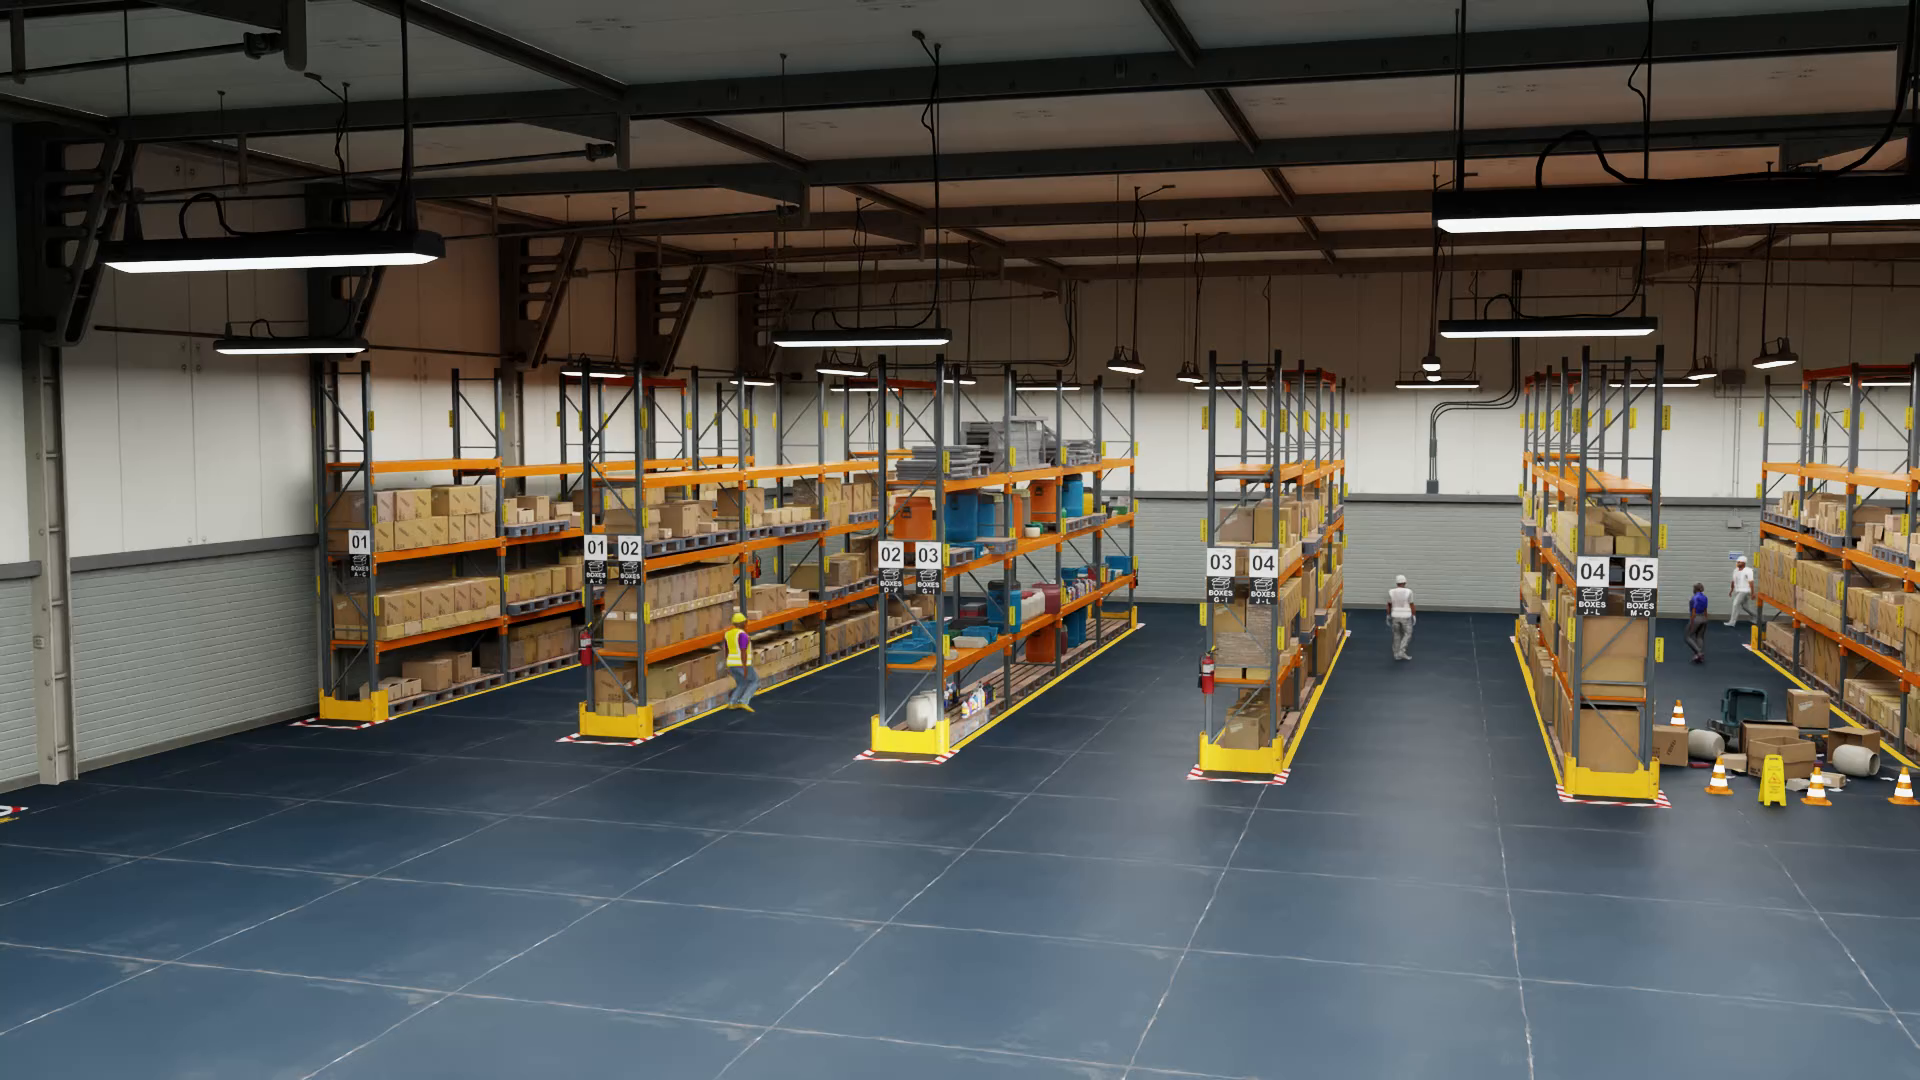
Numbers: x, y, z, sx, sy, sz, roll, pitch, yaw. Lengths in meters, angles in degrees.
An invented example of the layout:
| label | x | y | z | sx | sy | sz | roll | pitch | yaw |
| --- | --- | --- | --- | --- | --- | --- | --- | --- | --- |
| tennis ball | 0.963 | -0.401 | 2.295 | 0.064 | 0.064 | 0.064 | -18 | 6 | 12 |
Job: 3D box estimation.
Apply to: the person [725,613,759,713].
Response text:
| label | x | y | z | sx | sy | sz | roll | pitch | yaw |
| --- | --- | --- | --- | --- | --- | --- | --- | --- | --- |
| person | -3.649 | 2.025 | 27.415 | 0.578 | 1.643 | 0.583 | 2 | 5 | 29 |

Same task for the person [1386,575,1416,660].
| label | x | y | z | sx | sy | sz | roll | pitch | yaw |
| --- | --- | --- | --- | --- | --- | --- | --- | --- | --- |
| person | 9.231 | 1.627 | 34.827 | 0.598 | 1.785 | 0.500 | 2 | 5 | 31 |

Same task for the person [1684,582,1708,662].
| label | x | y | z | sx | sy | sz | roll | pitch | yaw |
| --- | --- | --- | --- | --- | --- | --- | --- | --- | --- |
| person | 15.336 | 1.718 | 34.512 | 0.503 | 1.643 | 0.445 | -2 | 5 | -29 |

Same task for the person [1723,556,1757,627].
| label | x | y | z | sx | sy | sz | roll | pitch | yaw |
| --- | --- | --- | --- | --- | --- | --- | --- | --- | --- |
| person | 19.076 | 1.244 | 40.518 | 1.024 | 1.728 | 0.561 | 0 | 4 | -1 |
